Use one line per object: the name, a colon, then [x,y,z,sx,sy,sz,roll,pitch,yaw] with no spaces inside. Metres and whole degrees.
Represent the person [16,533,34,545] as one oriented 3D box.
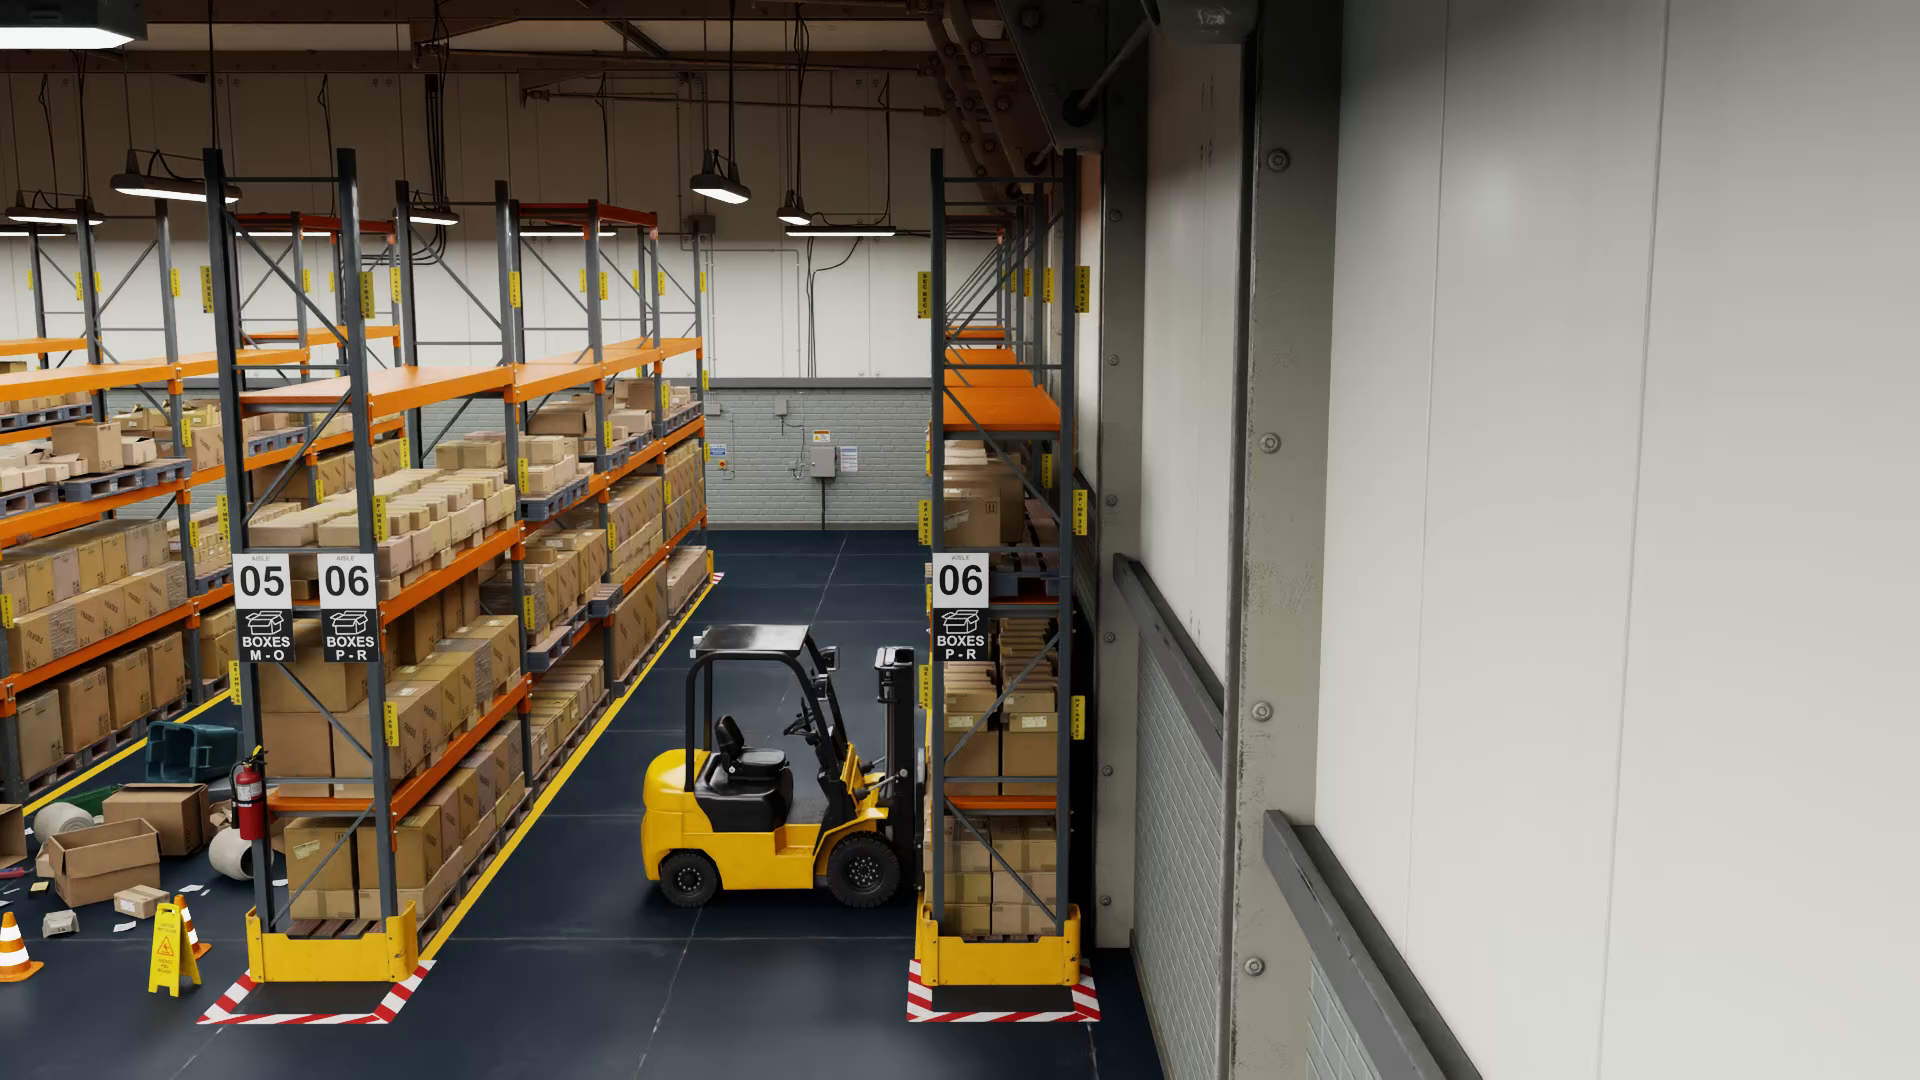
person: [-12.963,0.683,23.218,0.378,1.611,0.467,7,11,36]
